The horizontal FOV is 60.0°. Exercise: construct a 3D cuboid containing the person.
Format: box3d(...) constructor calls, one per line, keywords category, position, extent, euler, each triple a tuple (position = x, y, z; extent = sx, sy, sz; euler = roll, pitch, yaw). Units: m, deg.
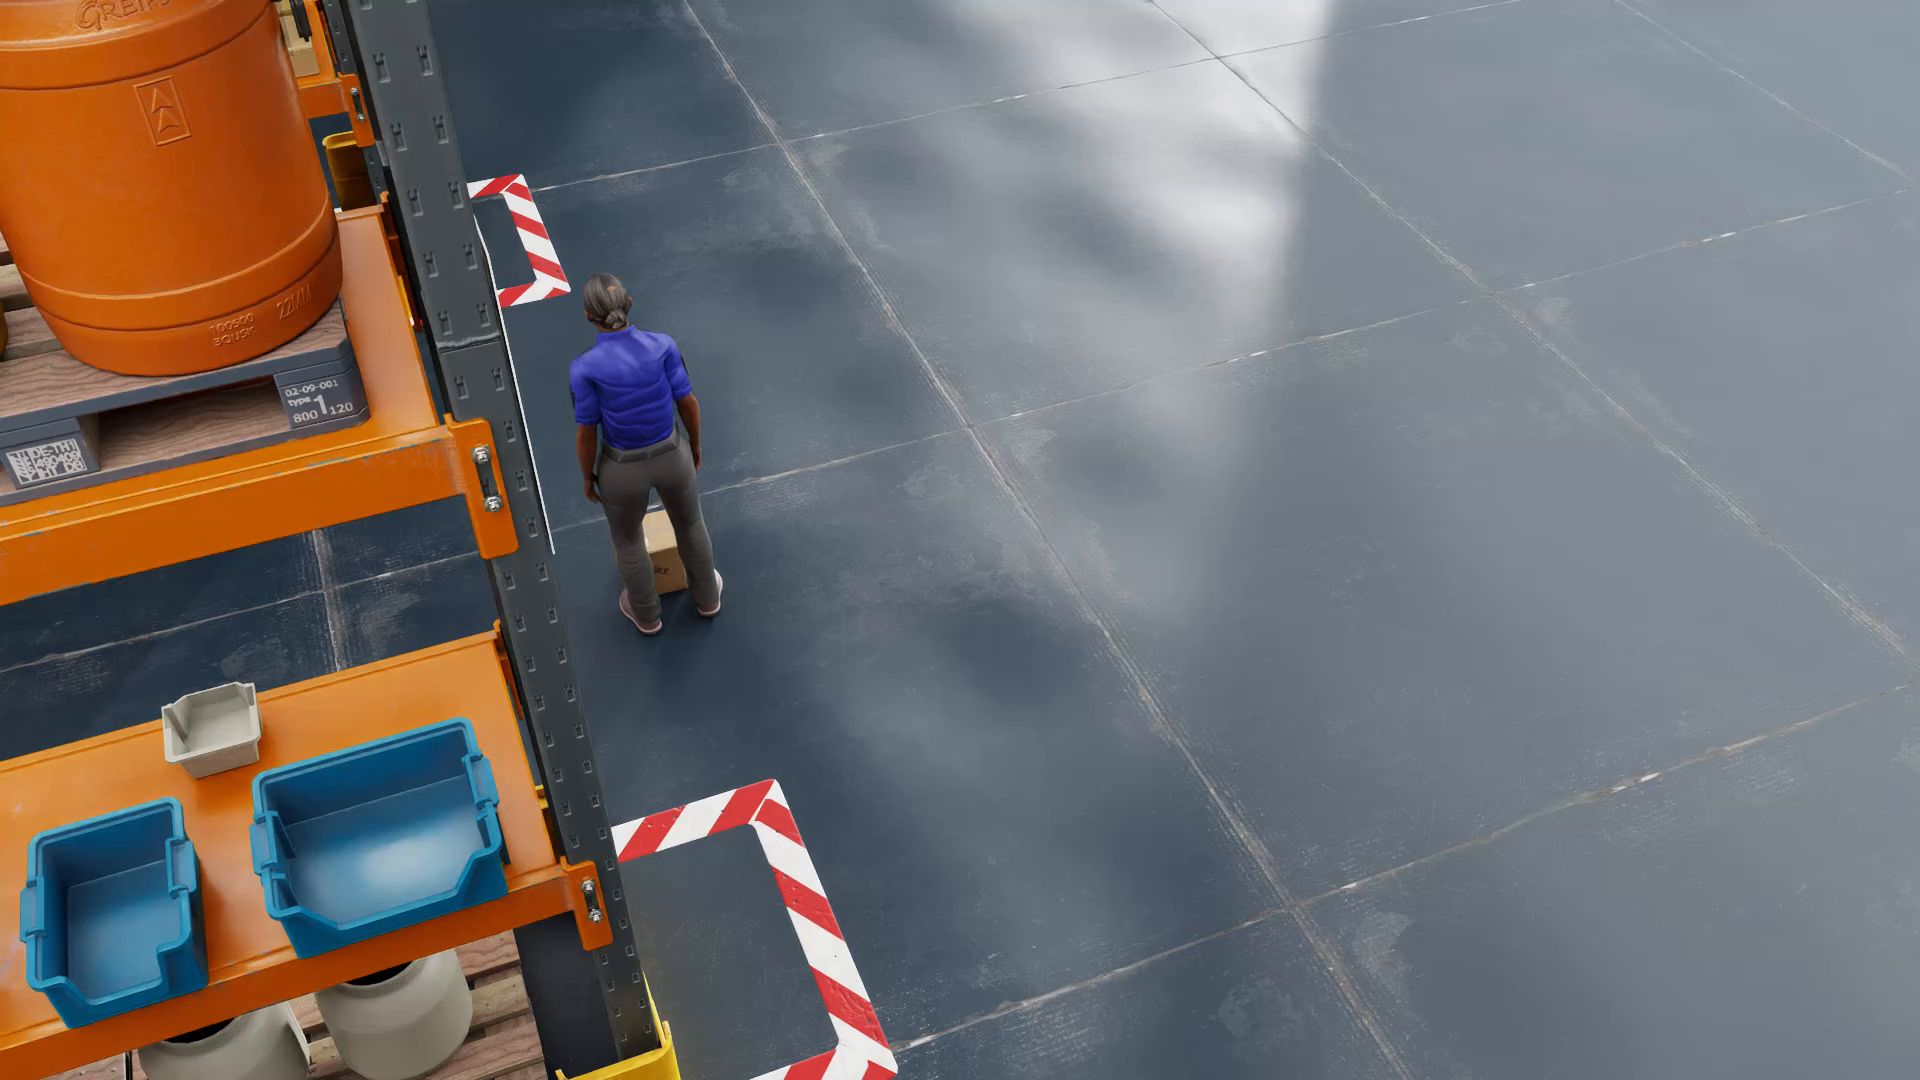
box3d(category="person", position=(-1.231, -0.316, 6.514), extent=(0.505, 1.655, 0.347), euler=(-15, 44, -16))
